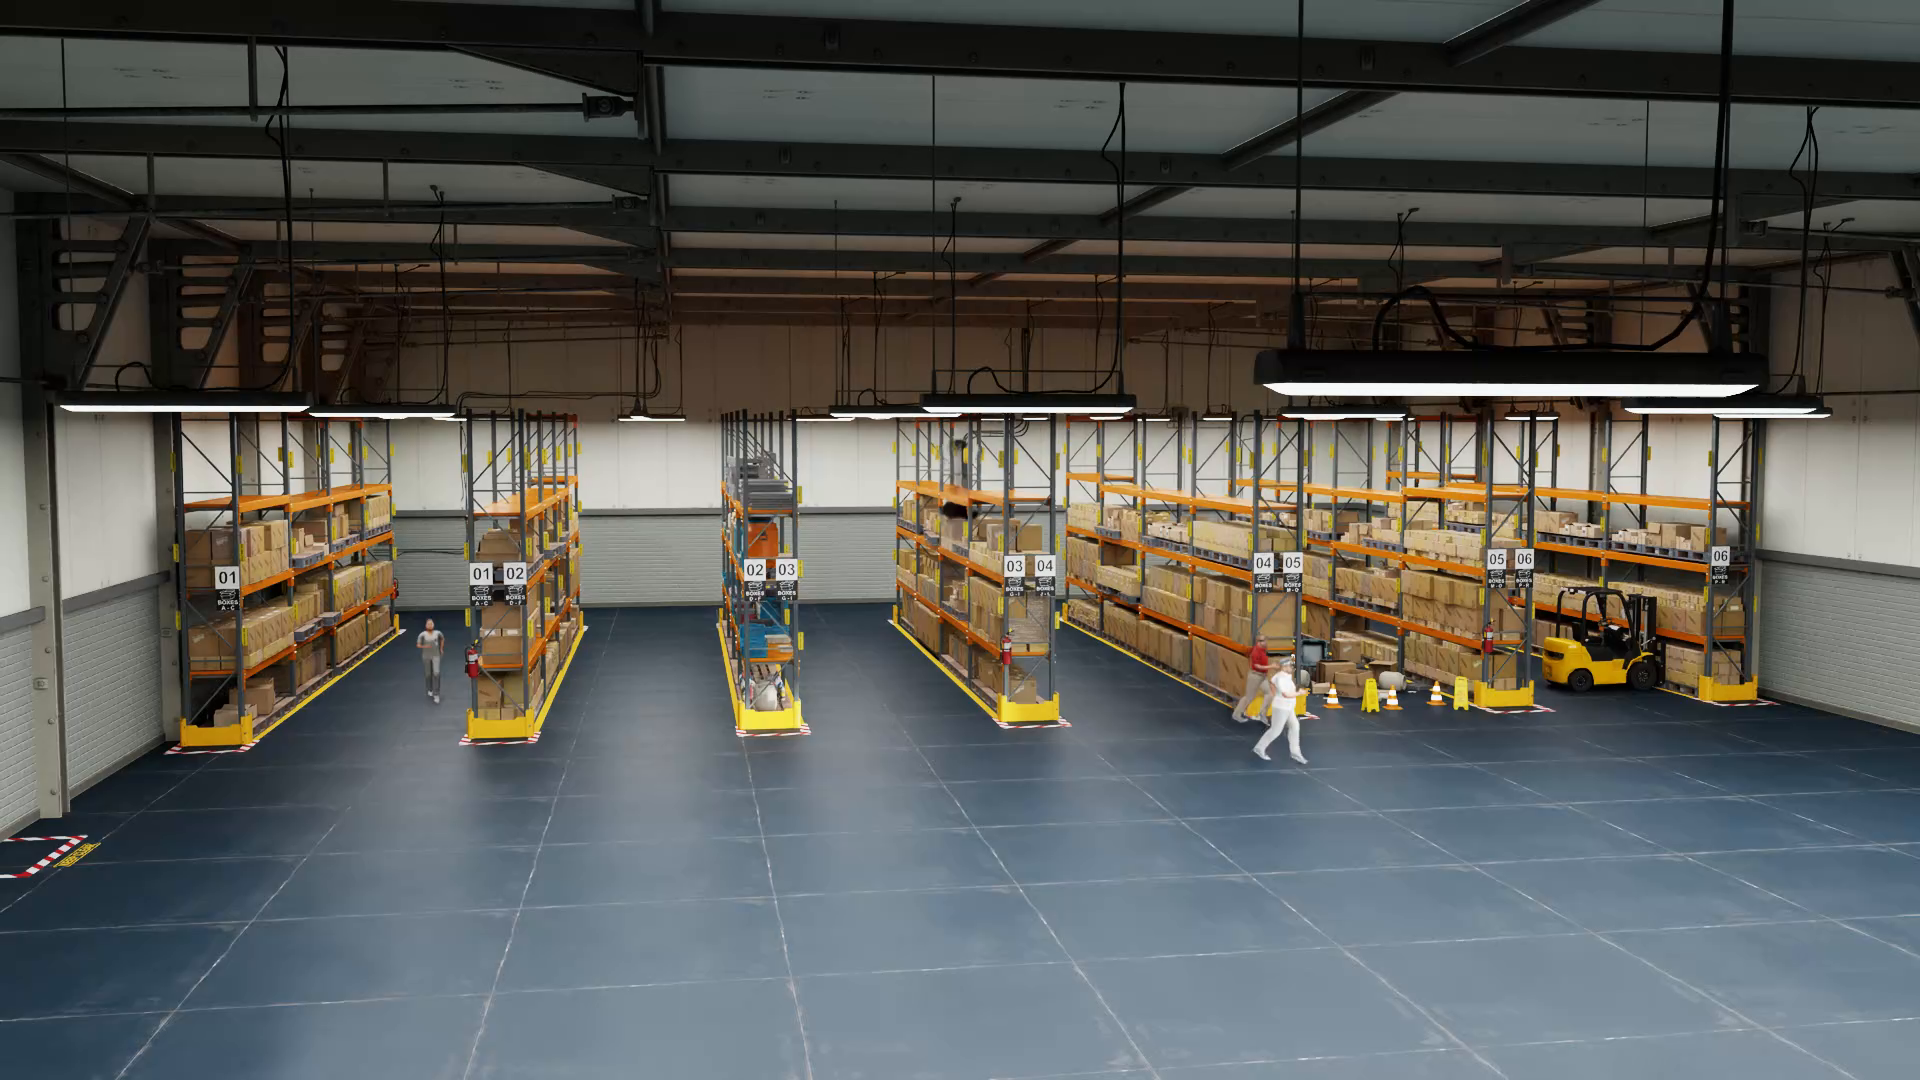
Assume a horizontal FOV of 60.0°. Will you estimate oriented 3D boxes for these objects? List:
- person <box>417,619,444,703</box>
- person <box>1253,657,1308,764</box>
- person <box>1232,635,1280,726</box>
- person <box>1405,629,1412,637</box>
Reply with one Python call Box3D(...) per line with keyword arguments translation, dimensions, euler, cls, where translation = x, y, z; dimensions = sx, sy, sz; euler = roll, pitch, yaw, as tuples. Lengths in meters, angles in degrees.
Box3D(translation=(-10.962, 2.478, 34.455), dimensions=(0.550, 1.718, 0.796), euler=(-1, 4, -18), cls="person")
Box3D(translation=(5.419, 2.868, 28.054), dimensions=(0.915, 1.811, 0.642), euler=(1, 4, 19), cls="person")
Box3D(translation=(5.650, 2.672, 31.619), dimensions=(0.905, 1.770, 0.676), euler=(2, 4, 26), cls="person")
Box3D(translation=(11.488, 1.898, 41.985), dimensions=(0.671, 1.783, 0.884), euler=(-1, 4, -8), cls="person")
